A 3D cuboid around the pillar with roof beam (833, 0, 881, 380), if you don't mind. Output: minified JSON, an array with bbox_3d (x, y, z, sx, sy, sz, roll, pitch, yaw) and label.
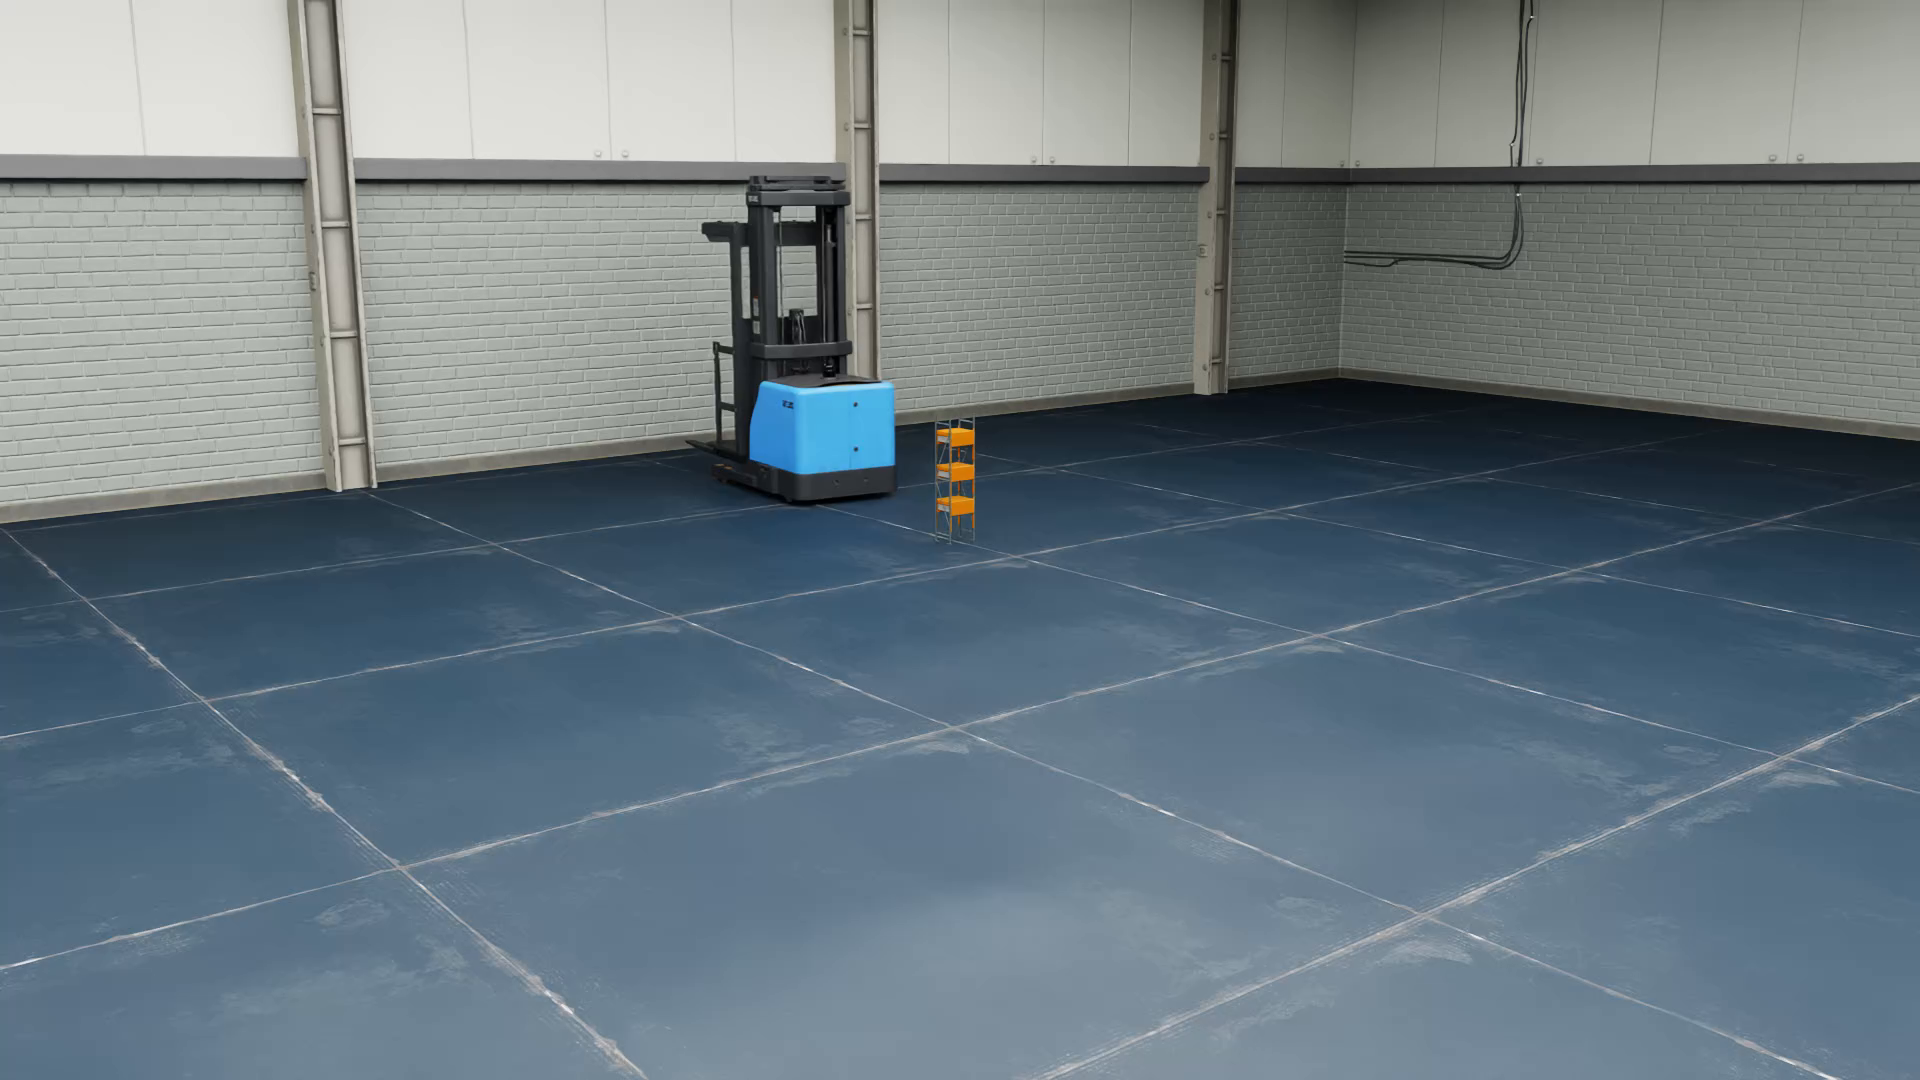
[{"bbox_3d":[1.516,-4.989,15.459,0.400,9.000,9.100,-9,15,-38],"label":"pillar with roof beam"}]

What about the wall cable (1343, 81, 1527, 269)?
[{"bbox_3d":[6.638,-5.115,23.527,0.112,2.526,3.097,-9,15,-38],"label":"wall cable"}]

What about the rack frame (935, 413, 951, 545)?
[{"bbox_3d":[-0.137,-0.491,13.412,0.008,1.050,0.200,-9,15,-38],"label":"rack frame"}]

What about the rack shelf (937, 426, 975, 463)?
[{"bbox_3d":[-0.042,-0.774,13.430,0.240,0.259,0.215,-9,15,-38],"label":"rack shelf"}]

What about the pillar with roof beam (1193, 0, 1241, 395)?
[{"bbox_3d":[6.201,-5.768,19.126,0.400,9.000,9.100,-9,15,-38],"label":"pillar with roof beam"}]

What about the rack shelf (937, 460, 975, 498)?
[{"bbox_3d":[-0.042,-0.496,13.489,0.240,0.259,0.215,-9,15,-38],"label":"rack shelf"}]

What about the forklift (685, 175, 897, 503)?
[{"bbox_3d":[-1.801,-2.032,16.142,1.130,2.935,3.031,-8,14,-32],"label":"forklift"}]

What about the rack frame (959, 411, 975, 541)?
[{"bbox_3d":[0.053,-0.522,13.562,0.008,1.050,0.200,-9,15,-38],"label":"rack frame"}]

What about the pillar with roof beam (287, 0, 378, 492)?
[{"bbox_3d":[-3.169,-4.210,11.793,0.400,9.000,9.100,-9,15,-38],"label":"pillar with roof beam"}]

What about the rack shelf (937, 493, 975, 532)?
[{"bbox_3d":[-0.042,-0.224,13.547,0.240,0.259,0.215,-9,15,-38],"label":"rack shelf"}]

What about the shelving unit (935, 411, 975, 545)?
[{"bbox_3d":[-0.042,-0.507,13.487,0.252,1.050,0.215,-9,15,-38],"label":"shelving unit"}]

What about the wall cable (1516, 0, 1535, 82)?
[{"bbox_3d":[8.328,-7.146,20.936,0.112,2.526,3.097,-9,15,-38],"label":"wall cable"}]
